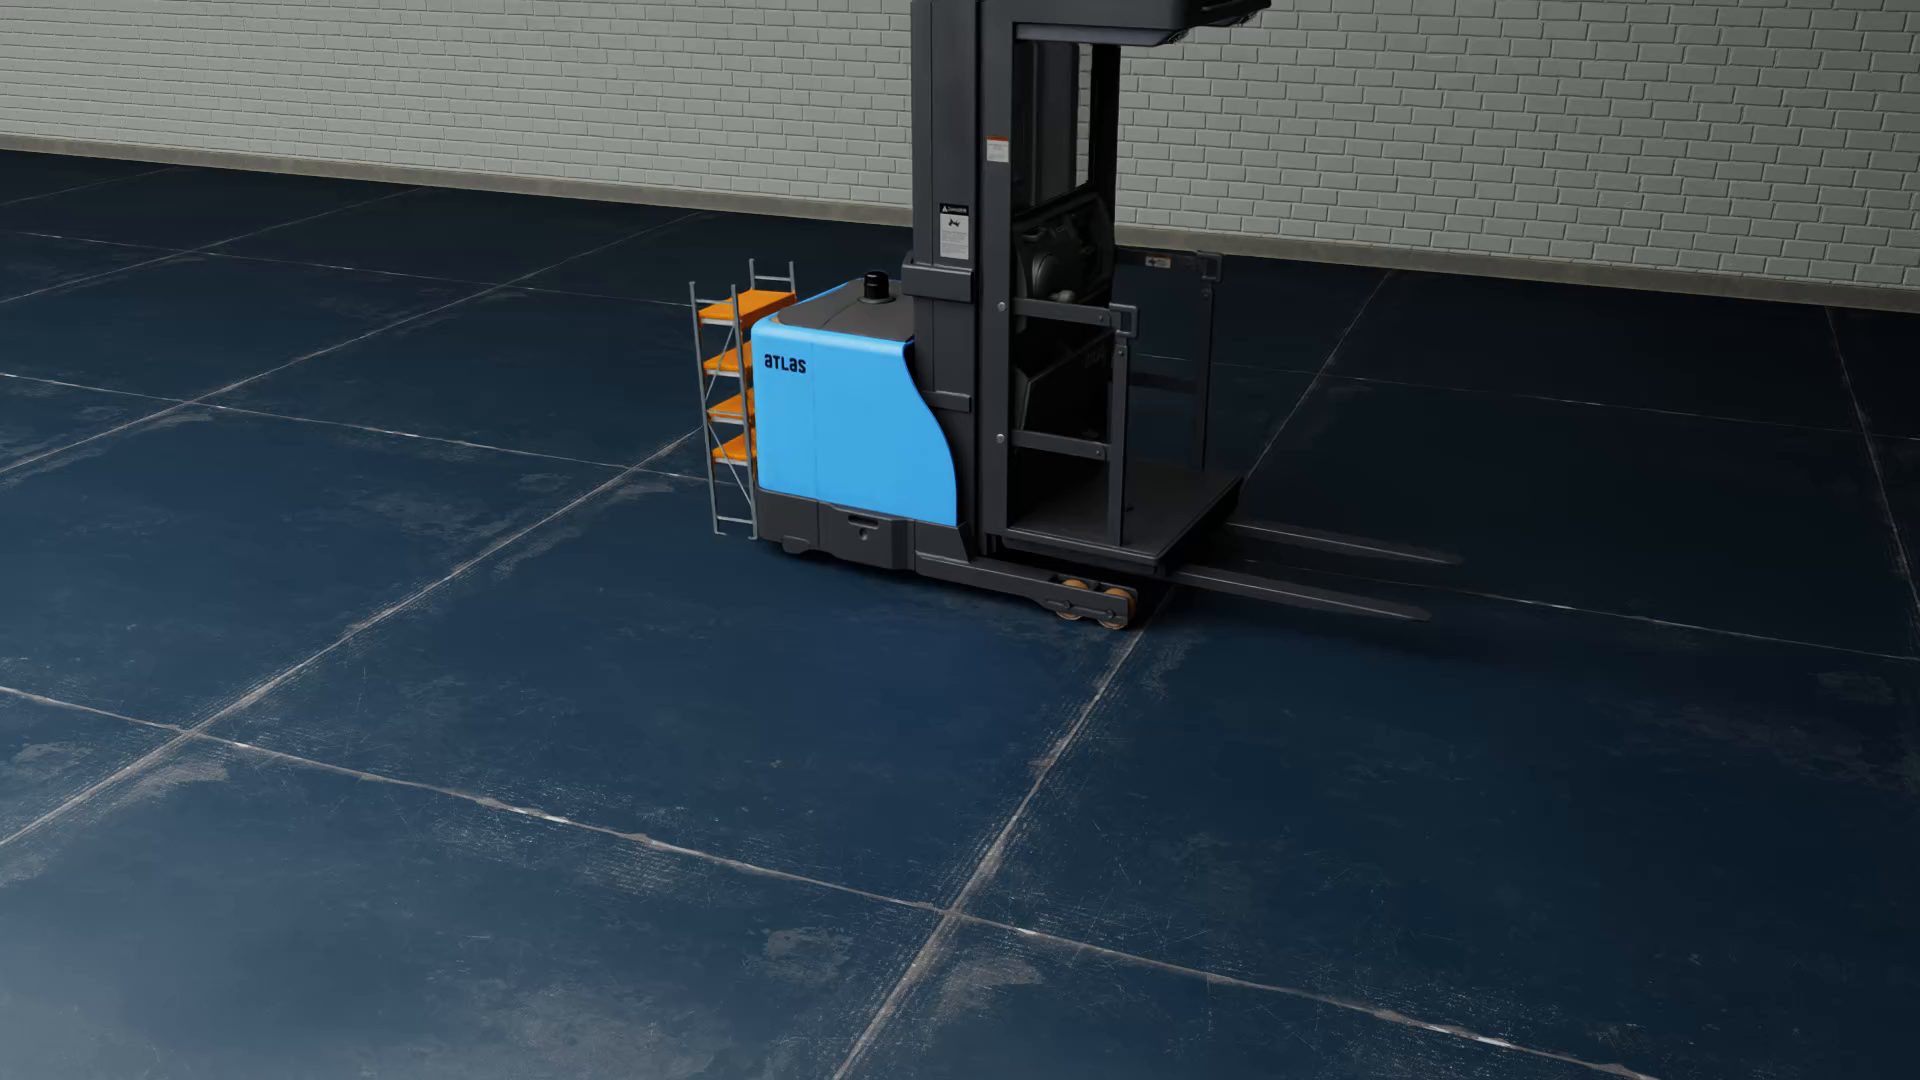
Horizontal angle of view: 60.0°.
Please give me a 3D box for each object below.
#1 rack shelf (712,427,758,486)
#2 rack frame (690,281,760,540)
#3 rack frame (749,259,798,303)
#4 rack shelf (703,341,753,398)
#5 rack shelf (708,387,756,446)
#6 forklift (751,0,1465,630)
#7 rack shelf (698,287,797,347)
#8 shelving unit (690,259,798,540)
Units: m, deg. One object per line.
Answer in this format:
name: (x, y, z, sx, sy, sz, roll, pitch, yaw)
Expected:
rack shelf: (-0.950, -0.412, 7.854, 0.258, 0.148, 0.480, 8, 24, 25)
rack frame: (-1.066, -0.575, 7.554, 0.240, 1.200, 0.015, 8, 24, 25)
rack frame: (-0.854, -0.744, 7.959, 0.240, 1.200, 0.015, 8, 24, 25)
rack shelf: (-0.966, -0.804, 7.699, 0.258, 0.148, 0.480, 8, 24, 25)
rack shelf: (-0.957, -0.597, 7.781, 0.258, 0.148, 0.480, 8, 24, 25)
forklift: (0.620, -1.217, 6.860, 3.031, 2.935, 1.130, 11, 25, 25)
rack shelf: (-0.975, -1.024, 7.612, 0.258, 0.148, 0.480, 8, 24, 25)
shelving unit: (-0.960, -0.659, 7.757, 0.258, 1.200, 0.503, 8, 24, 25)
